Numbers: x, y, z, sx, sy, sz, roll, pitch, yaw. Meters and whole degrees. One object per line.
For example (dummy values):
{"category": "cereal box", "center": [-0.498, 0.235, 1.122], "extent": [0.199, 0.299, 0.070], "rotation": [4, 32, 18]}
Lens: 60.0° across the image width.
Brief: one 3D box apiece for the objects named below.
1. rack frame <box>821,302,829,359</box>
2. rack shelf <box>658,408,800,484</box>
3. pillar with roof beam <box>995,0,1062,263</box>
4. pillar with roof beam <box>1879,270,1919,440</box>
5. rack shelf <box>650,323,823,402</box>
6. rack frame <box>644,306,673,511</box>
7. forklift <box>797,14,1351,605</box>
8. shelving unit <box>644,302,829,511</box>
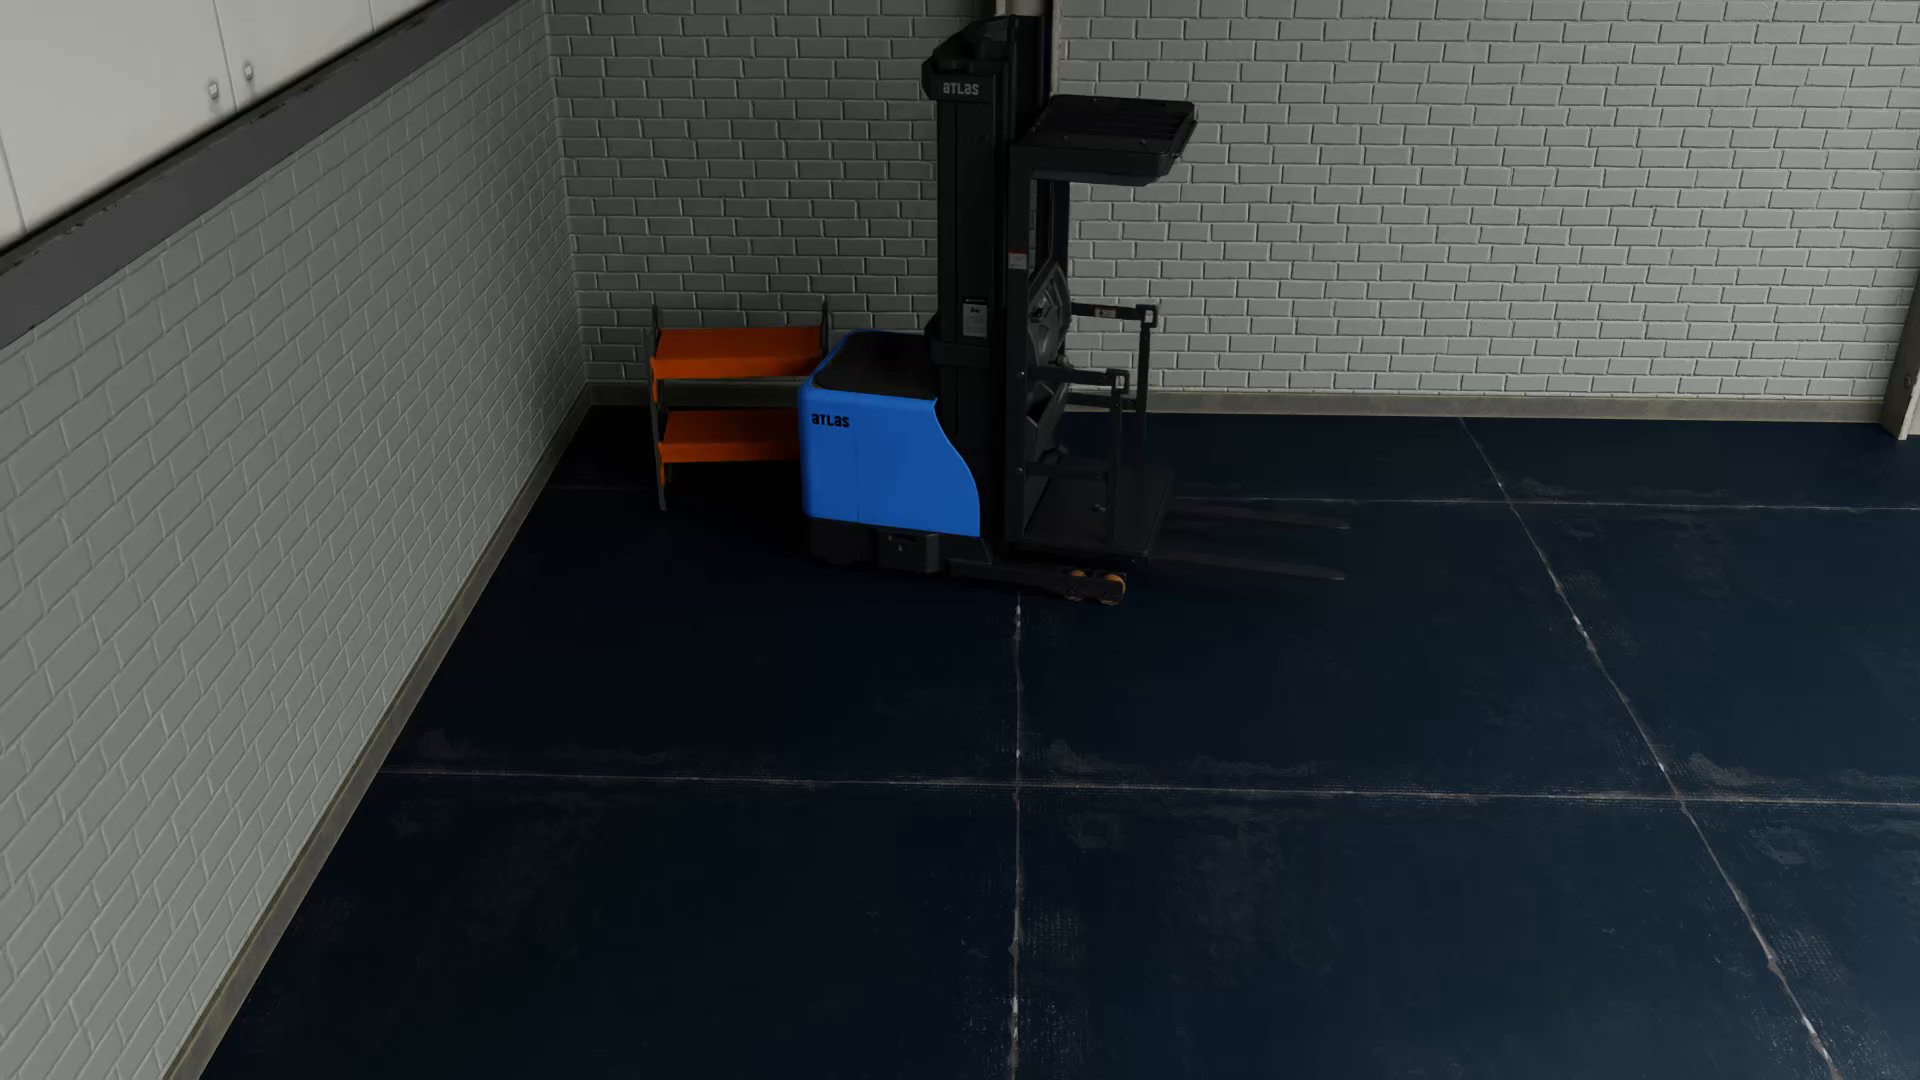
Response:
{"category": "rack frame", "center": [-0.805, -0.823, 10.101], "extent": [0.032, 1.125, 0.500], "rotation": [-2, 28, -3]}
{"category": "rack shelf", "center": [-1.313, -0.592, 10.187], "extent": [1.000, 0.278, 0.538], "rotation": [-2, 28, -3]}
{"category": "pillar with roof beam", "center": [0.261, -2.794, 5.413], "extent": [0.400, 9.000, 9.100], "rotation": [1, 28, 2]}
{"category": "pillar with roof beam", "center": [6.258, -2.695, 5.225], "extent": [0.400, 9.000, 9.100], "rotation": [1, 28, 2]}
{"category": "rack shelf", "center": [-1.313, -1.066, 9.936], "extent": [1.000, 0.278, 0.538], "rotation": [-2, 28, -3]}
{"category": "rack frame", "center": [-1.820, -0.793, 10.045], "extent": [0.032, 1.125, 0.500], "rotation": [-2, 28, -3]}
{"category": "forklift", "center": [0.670, -1.215, 8.913], "extent": [3.031, 2.935, 1.130], "rotation": [7, 29, 13]}
{"category": "shelving unit", "center": [-1.313, -0.808, 10.073], "extent": [1.048, 1.125, 0.538], "rotation": [-2, 28, -3]}
